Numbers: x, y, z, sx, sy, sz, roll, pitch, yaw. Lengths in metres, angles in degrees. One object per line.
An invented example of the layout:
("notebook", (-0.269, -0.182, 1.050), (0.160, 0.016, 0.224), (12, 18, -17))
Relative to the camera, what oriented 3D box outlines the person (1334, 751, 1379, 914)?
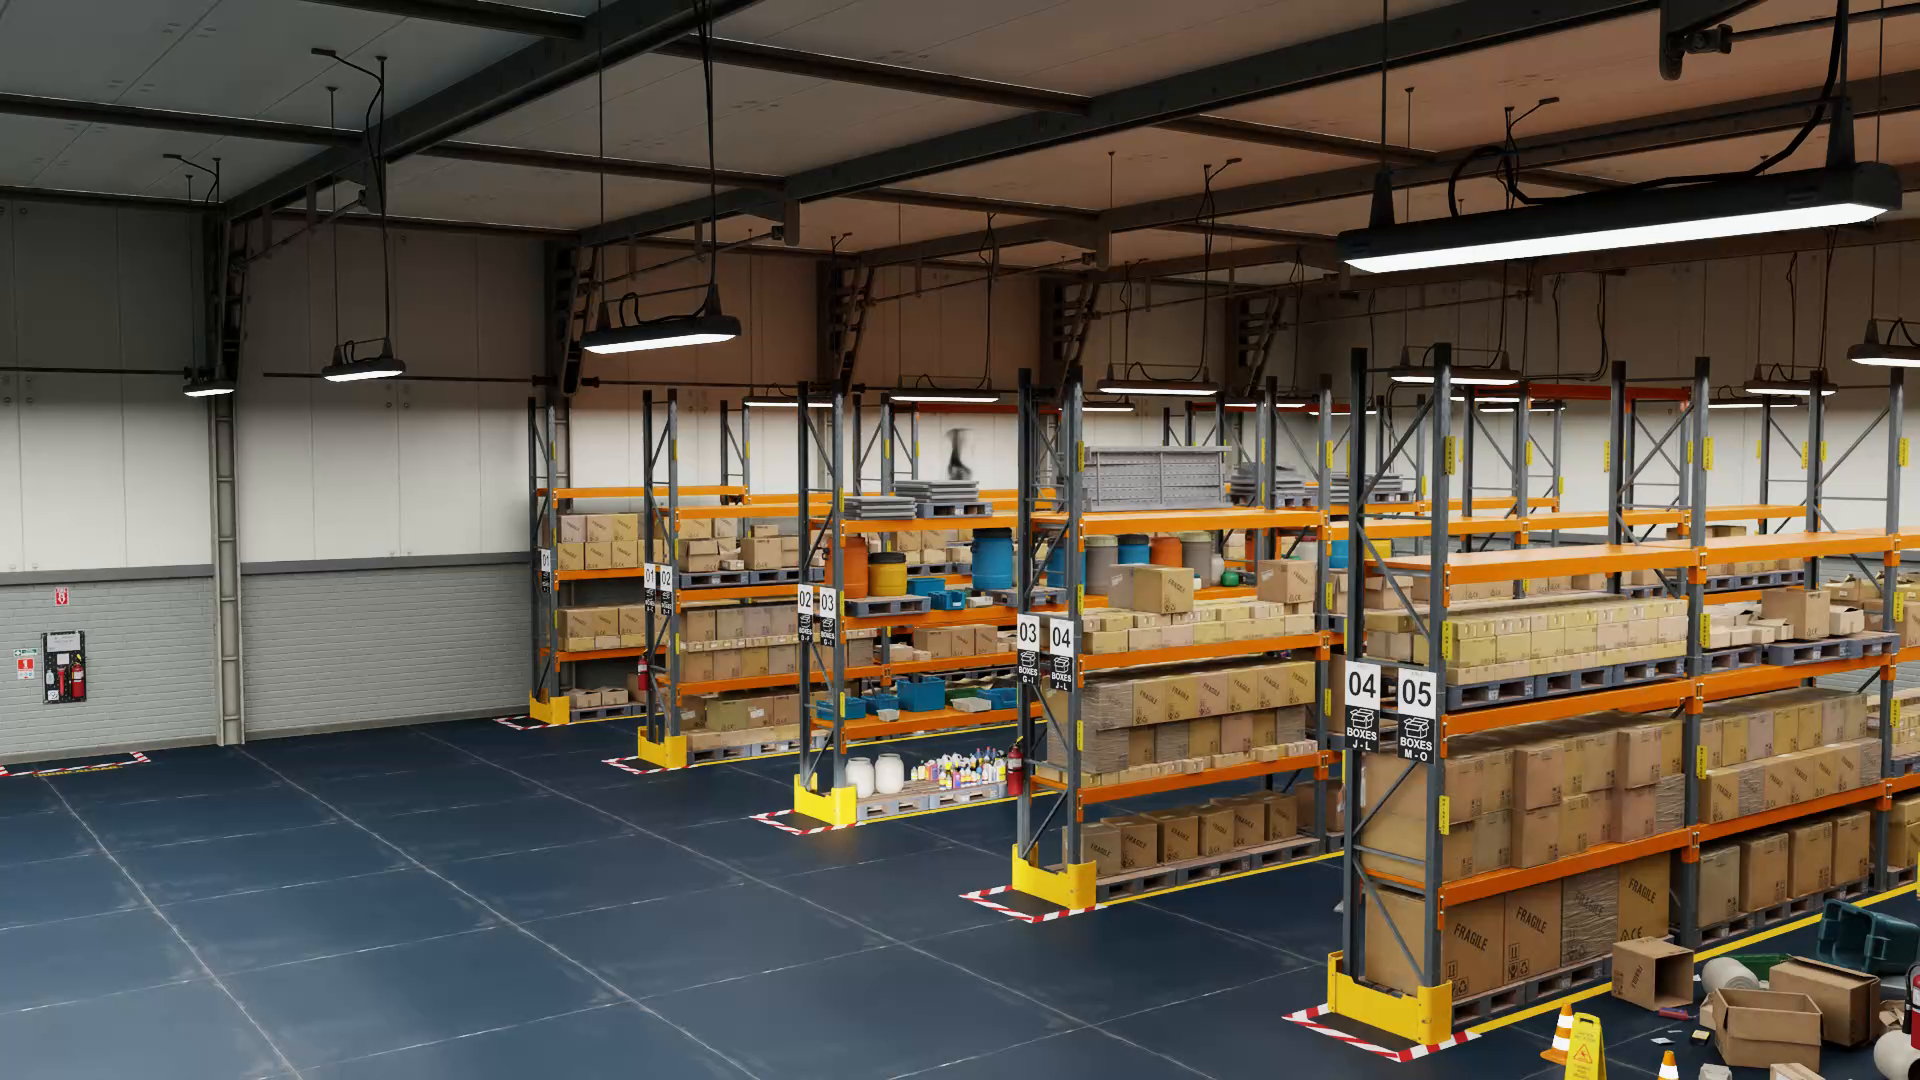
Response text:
("person", (4.495, 3.175, 18.430), (0.947, 1.795, 0.721), (-3, 5, -43))
